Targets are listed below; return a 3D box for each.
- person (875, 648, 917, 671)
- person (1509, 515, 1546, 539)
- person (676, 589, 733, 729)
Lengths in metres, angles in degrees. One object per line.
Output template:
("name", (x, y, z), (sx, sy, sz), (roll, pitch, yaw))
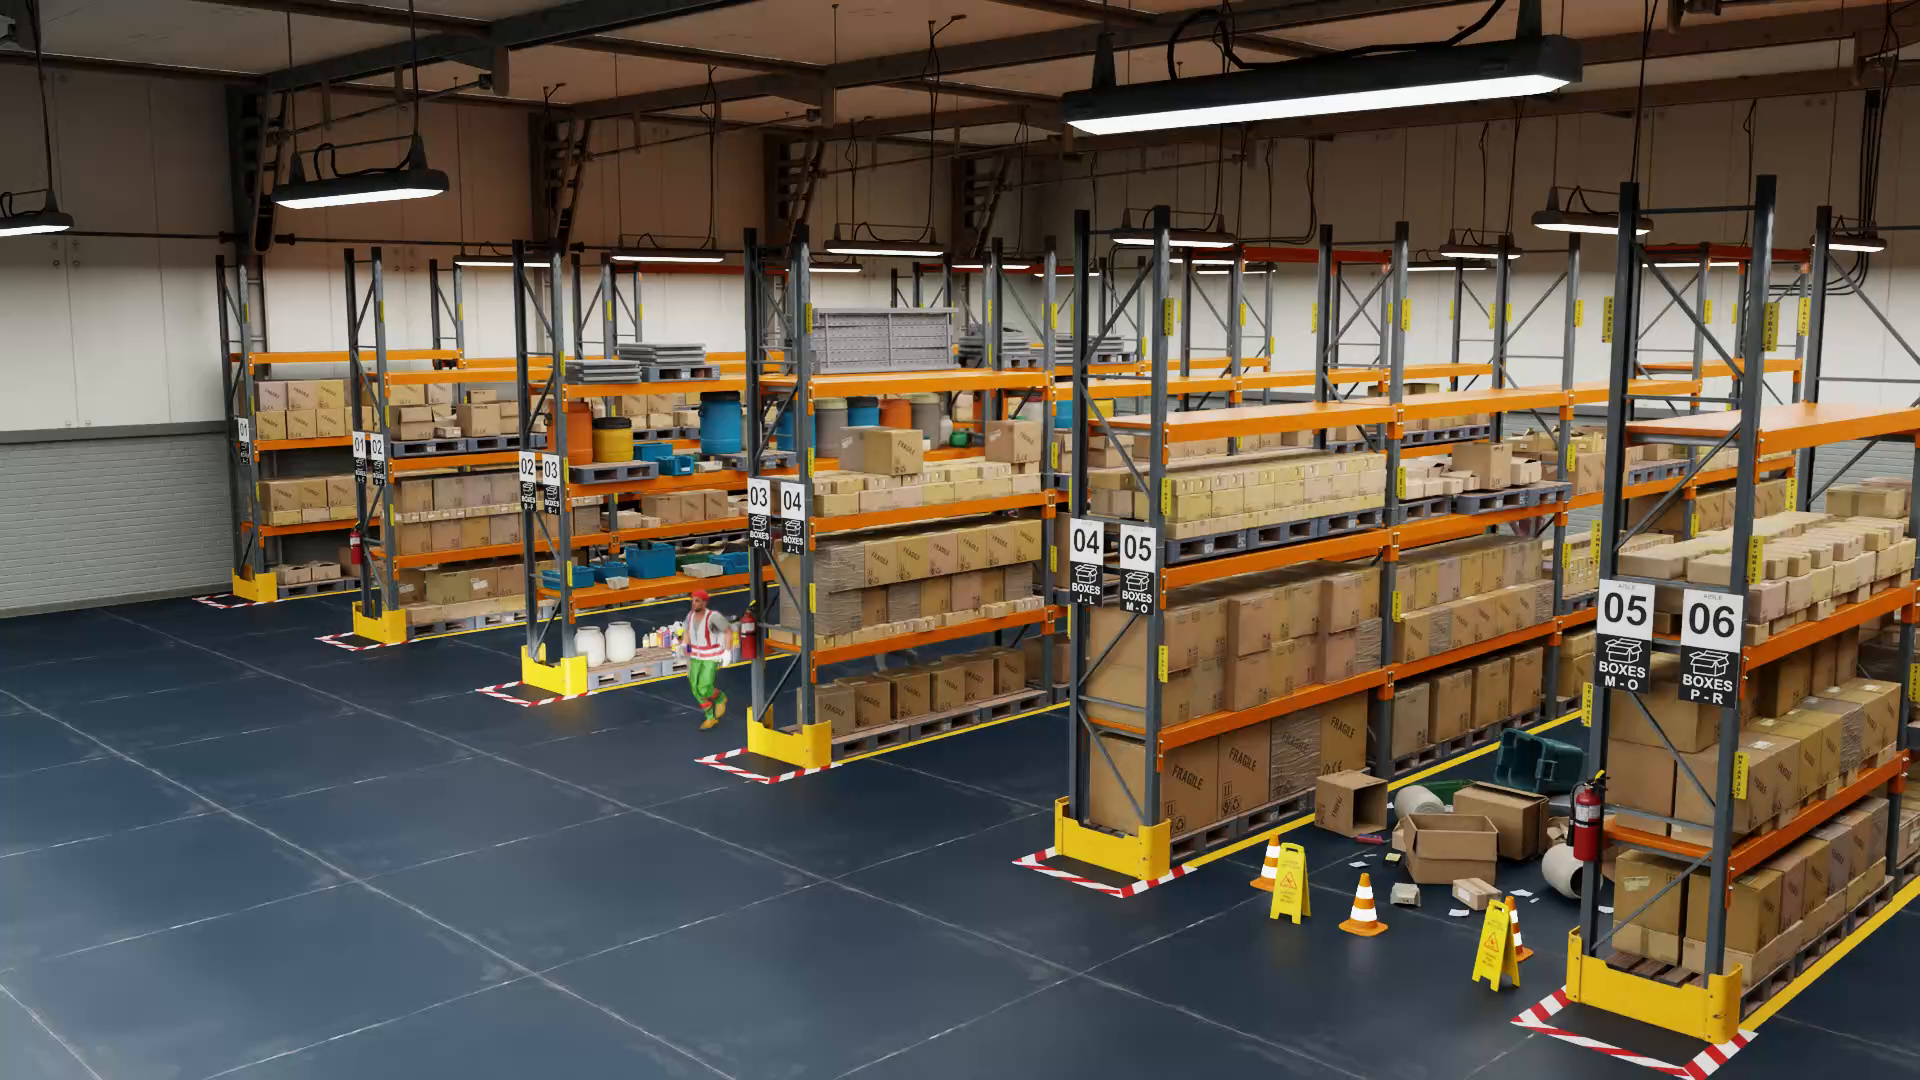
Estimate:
("person", (-0.936, 1.101, 22.963), (0.590, 1.683, 0.743), (8, 11, 44))
("person", (10.483, -0.019, 30.573), (0.743, 1.740, 0.543), (-2, 8, -11))
("person", (-3.119, 1.454, 20.288), (0.663, 1.743, 0.627), (5, 9, 31))
